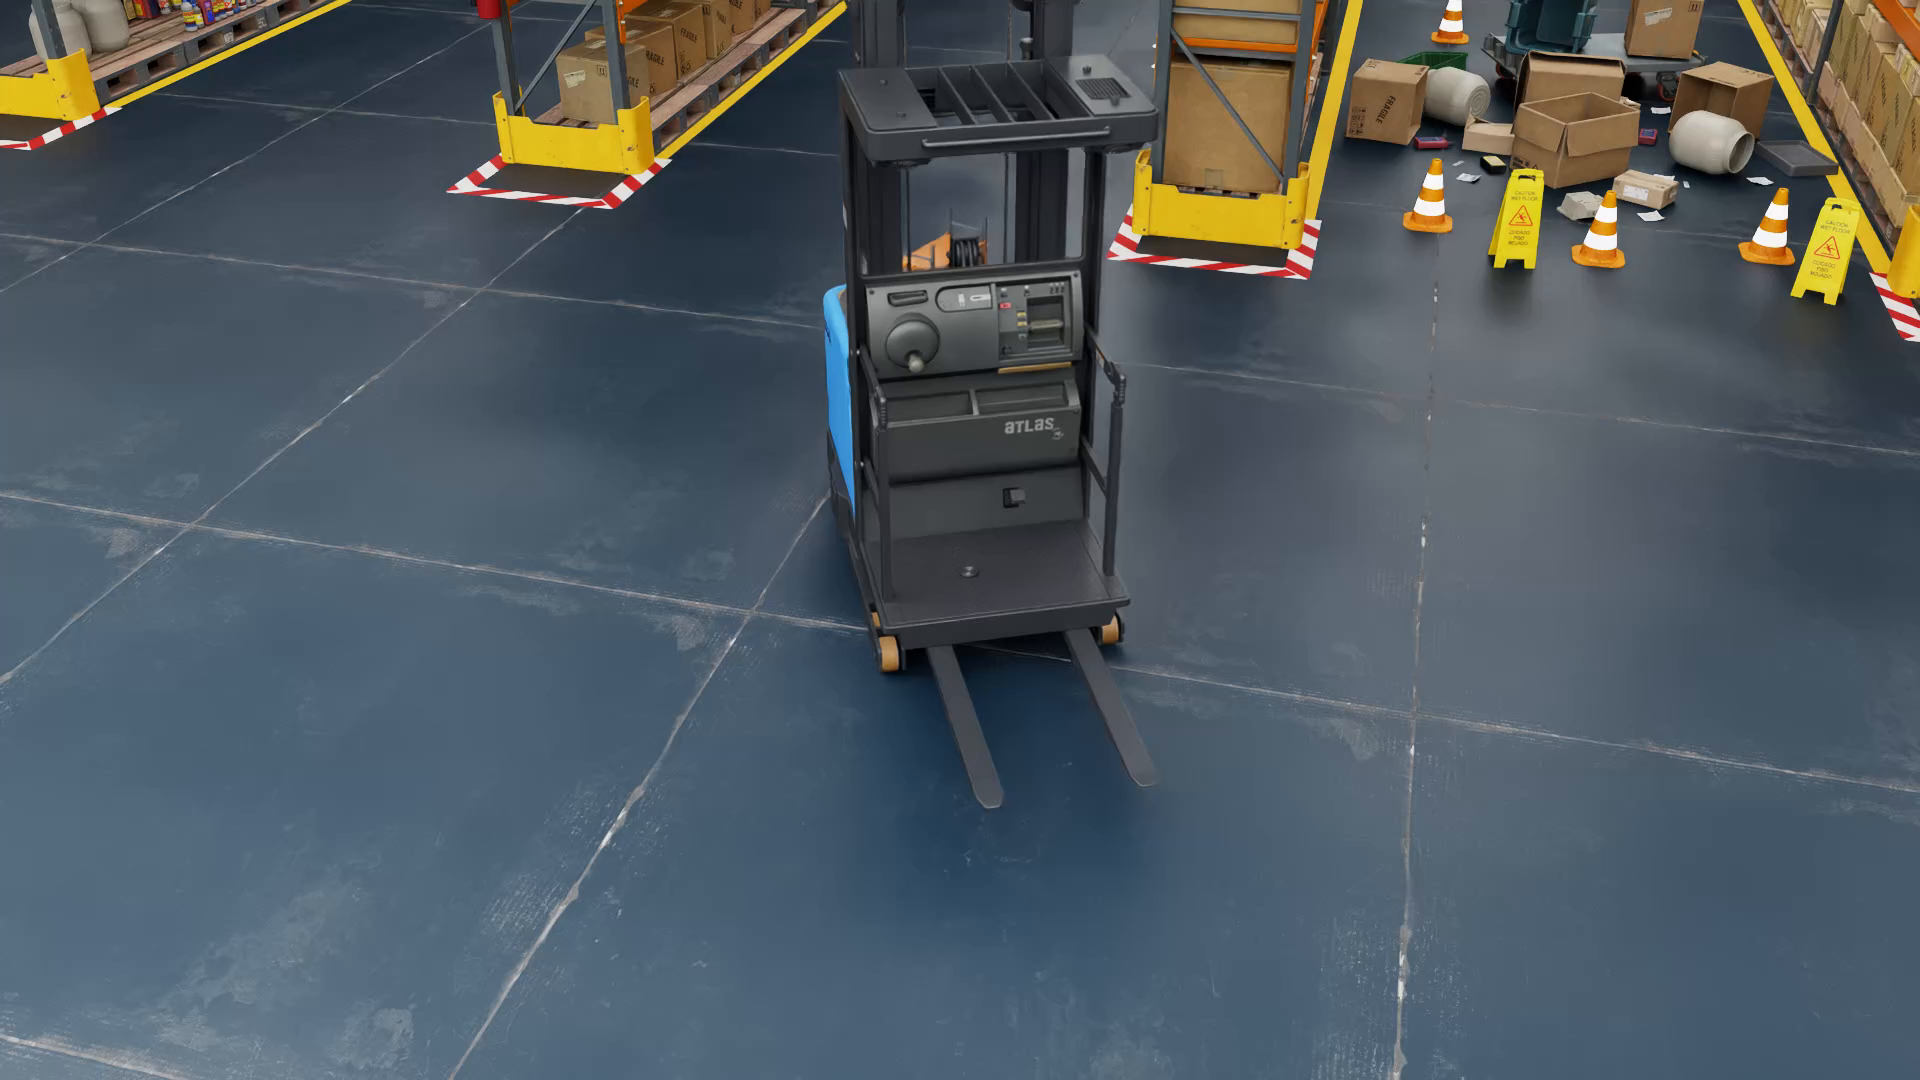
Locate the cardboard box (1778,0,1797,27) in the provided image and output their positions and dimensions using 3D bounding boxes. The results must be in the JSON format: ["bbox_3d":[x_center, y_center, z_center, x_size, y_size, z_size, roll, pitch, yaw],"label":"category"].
[{"bbox_3d":[8.117,-4.957,15.310,0.950,0.372,0.625,9,34,14],"label":"cardboard box"}]

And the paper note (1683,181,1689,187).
[{"bbox_3d":[5.424,-2.655,12.417,0.032,0.001,0.123,8,33,12],"label":"paper note"}]

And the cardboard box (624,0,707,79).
[{"bbox_3d":[-2.498,-4.237,14.057,0.500,0.500,0.500,11,34,17],"label":"cardboard box"}]

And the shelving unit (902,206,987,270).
[{"bbox_3d":[-0.098,-1.112,8.876,0.258,1.200,0.503,19,37,28],"label":"shelving unit"}]

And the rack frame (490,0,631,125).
[{"bbox_3d":[-2.968,-4.155,11.990,1.000,3.000,0.127,8,33,12],"label":"rack frame"}]

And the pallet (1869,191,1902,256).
[{"bbox_3d":[6.877,-2.085,11.334,1.003,0.211,1.213,8,33,12],"label":"pallet"}]

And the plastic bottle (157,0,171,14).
[{"bbox_3d":[-7.466,-5.039,15.578,0.097,0.201,0.097,0,32,0],"label":"plastic bottle"}]

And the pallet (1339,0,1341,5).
[{"bbox_3d":[3.249,-5.372,16.504,1.003,0.211,1.213,8,33,12],"label":"pallet"}]

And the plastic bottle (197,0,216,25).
[{"bbox_3d":[-6.922,-4.882,15.256,0.061,0.283,0.133,9,33,13],"label":"plastic bottle"}]

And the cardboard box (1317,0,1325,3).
[{"bbox_3d":[2.236,-4.251,12.002,0.875,0.550,0.550,8,33,12],"label":"cardboard box"}]

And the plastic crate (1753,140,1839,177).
[{"bbox_3d":[6.441,-2.947,12.810,0.402,0.080,0.583,-3,33,-4],"label":"plastic crate"}]

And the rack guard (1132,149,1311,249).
[{"bbox_3d":[1.798,-2.360,11.497,1.175,0.500,0.348,8,33,12],"label":"rack guard"}]

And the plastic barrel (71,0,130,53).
[{"bbox_3d":[-7.539,-4.569,14.569,0.421,0.512,0.421,0,32,0],"label":"plastic barrel"}]

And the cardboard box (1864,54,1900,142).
[{"bbox_3d":[6.832,-3.123,11.839,0.500,0.500,0.500,7,33,11],"label":"cardboard box"}]

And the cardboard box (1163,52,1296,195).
[{"bbox_3d":[1.912,-3.069,11.871,0.875,0.875,0.875,8,33,13],"label":"cardboard box"}]

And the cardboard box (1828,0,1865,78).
[{"bbox_3d":[7.222,-3.946,13.133,0.500,0.500,0.500,10,34,15],"label":"cardboard box"}]

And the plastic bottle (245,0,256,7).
[{"bbox_3d":[-6.804,-5.217,15.789,0.152,0.276,0.135,9,33,13],"label":"plastic bottle"}]

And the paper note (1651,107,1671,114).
[{"bbox_3d":[5.848,-3.586,13.862,0.148,0.019,0.142,8,33,12],"label":"paper note"}]

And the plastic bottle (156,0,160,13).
[{"bbox_3d":[-7.591,-5.078,15.570,0.152,0.276,0.135,7,33,11],"label":"plastic bottle"}]

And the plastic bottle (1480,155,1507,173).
[{"bbox_3d":[4.070,-2.886,12.732,0.133,0.061,0.283,-3,33,-4],"label":"plastic bottle"}]

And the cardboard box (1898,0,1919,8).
[{"bbox_3d":[6.872,-3.859,11.758,0.380,0.149,0.250,8,33,12],"label":"cardboard box"}]

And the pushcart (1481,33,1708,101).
[{"bbox_3d":[5.414,-4.060,14.284,1.648,0.377,0.936,-3,33,-4],"label":"pushcart"}]

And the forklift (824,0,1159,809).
[{"bbox_3d":[0.114,-0.871,6.888,1.130,2.935,3.031,-6,33,-10],"label":"forklift"}]

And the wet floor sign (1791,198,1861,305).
[{"bbox_3d":[5.534,-1.860,10.574,0.267,0.644,0.232,20,38,29],"label":"wet floor sign"}]

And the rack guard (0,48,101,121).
[{"bbox_3d":[-7.785,-3.821,13.794,1.175,0.500,0.348,8,33,12],"label":"rack guard"}]

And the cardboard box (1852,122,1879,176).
[{"bbox_3d":[6.829,-2.819,12.060,0.500,0.250,0.500,7,33,11],"label":"cardboard box"}]

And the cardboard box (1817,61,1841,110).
[{"bbox_3d":[7.222,-3.629,13.334,0.500,0.250,0.500,7,33,10],"label":"cardboard box"}]

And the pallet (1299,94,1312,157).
[{"bbox_3d":[2.243,-3.307,13.256,1.003,0.211,1.213,8,33,12],"label":"pallet"}]

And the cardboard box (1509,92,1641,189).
[{"bbox_3d":[4.614,-3.009,12.514,0.797,0.503,0.637,-14,35,-21],"label":"cardboard box"}]

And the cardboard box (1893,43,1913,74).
[{"bbox_3d":[6.732,-3.331,11.561,0.380,0.149,0.250,9,34,14],"label":"cardboard box"}]

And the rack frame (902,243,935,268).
[{"bbox_3d":[-0.233,-1.005,8.703,0.240,1.200,0.015,19,37,28],"label":"rack frame"}]

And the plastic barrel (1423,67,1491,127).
[{"bbox_3d":[4.015,-3.618,13.547,0.421,0.421,0.512,-21,38,-29],"label":"plastic barrel"}]

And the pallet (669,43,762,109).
[{"bbox_3d":[-2.397,-4.066,14.449,1.003,0.211,1.213,8,33,12],"label":"pallet"}]

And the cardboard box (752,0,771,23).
[{"bbox_3d":[-2.093,-5.151,15.495,0.500,0.500,0.500,7,33,11],"label":"cardboard box"}]

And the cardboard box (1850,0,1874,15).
[{"bbox_3d":[7.132,-4.163,12.870,0.380,0.149,0.250,8,33,13],"label":"cardboard box"}]

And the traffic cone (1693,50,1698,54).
[{"bbox_3d":[6.593,-4.645,15.126,0.336,0.463,0.334,8,33,12],"label":"traffic cone"}]

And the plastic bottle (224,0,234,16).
[{"bbox_3d":[-6.860,-5.014,15.539,0.097,0.201,0.097,0,32,0],"label":"plastic bottle"}]

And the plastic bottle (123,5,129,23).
[{"bbox_3d":[-7.717,-4.847,15.277,0.097,0.201,0.097,0,32,0],"label":"plastic bottle"}]

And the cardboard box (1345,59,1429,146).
[{"bbox_3d":[3.418,-3.504,13.294,0.500,0.500,0.500,14,35,21],"label":"cardboard box"}]

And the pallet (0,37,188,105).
[{"bbox_3d":[-7.574,-4.120,14.533,1.003,0.211,1.213,8,33,12],"label":"pallet"}]

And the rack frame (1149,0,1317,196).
[{"bbox_3d":[1.804,-3.428,10.846,1.000,3.000,0.127,8,33,12],"label":"rack frame"}]

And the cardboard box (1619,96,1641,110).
[{"bbox_3d":[5.350,-3.597,13.661,0.258,0.266,0.396,-14,35,-21],"label":"cardboard box"}]

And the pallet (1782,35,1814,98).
[{"bbox_3d":[7.829,-4.109,14.517,1.003,0.211,1.213,8,33,12],"label":"pallet"}]
